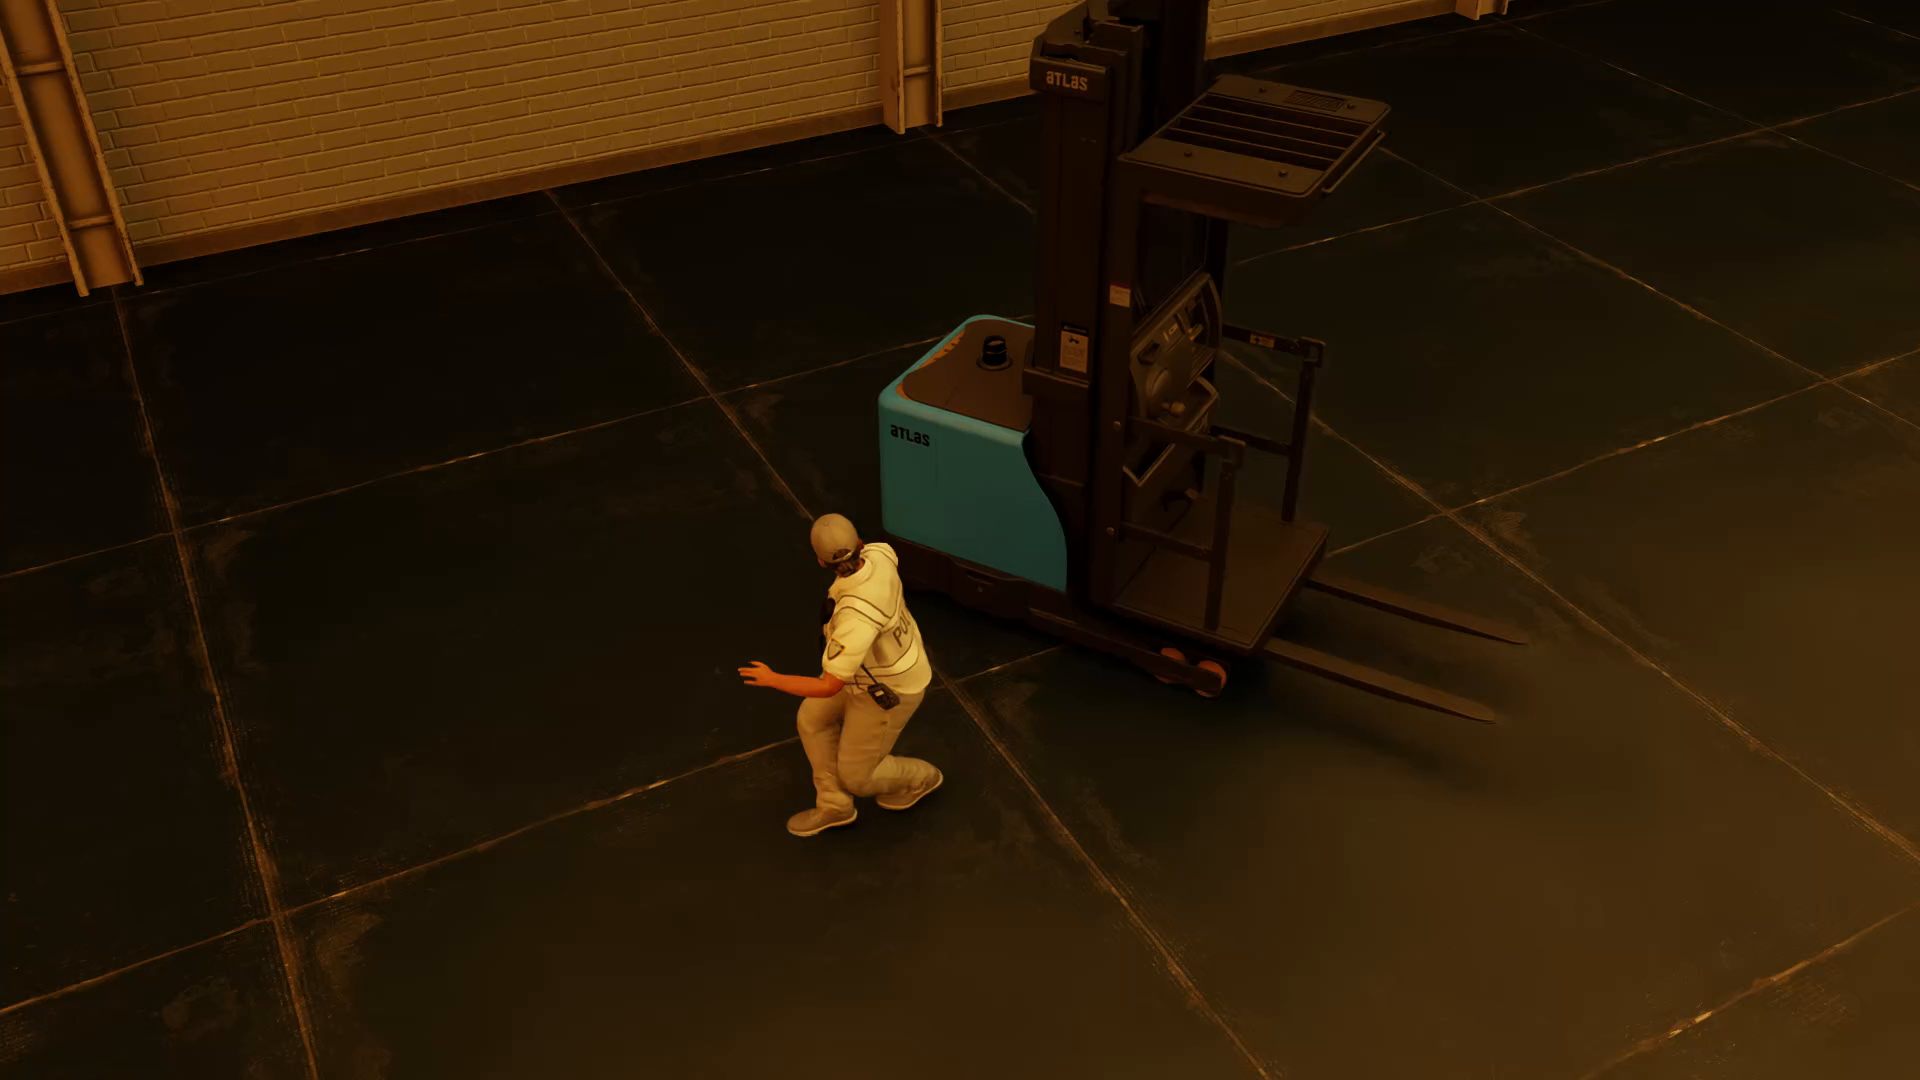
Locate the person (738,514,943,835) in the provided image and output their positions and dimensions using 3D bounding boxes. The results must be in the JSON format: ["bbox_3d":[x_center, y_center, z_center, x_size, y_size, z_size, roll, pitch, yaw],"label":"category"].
[{"bbox_3d":[-0.481,0.499,6.643,0.811,1.537,0.817,-7,36,-9],"label":"person"}]

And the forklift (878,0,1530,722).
[{"bbox_3d":[1.138,-0.828,7.294,3.031,2.935,1.130,18,39,24],"label":"forklift"}]
